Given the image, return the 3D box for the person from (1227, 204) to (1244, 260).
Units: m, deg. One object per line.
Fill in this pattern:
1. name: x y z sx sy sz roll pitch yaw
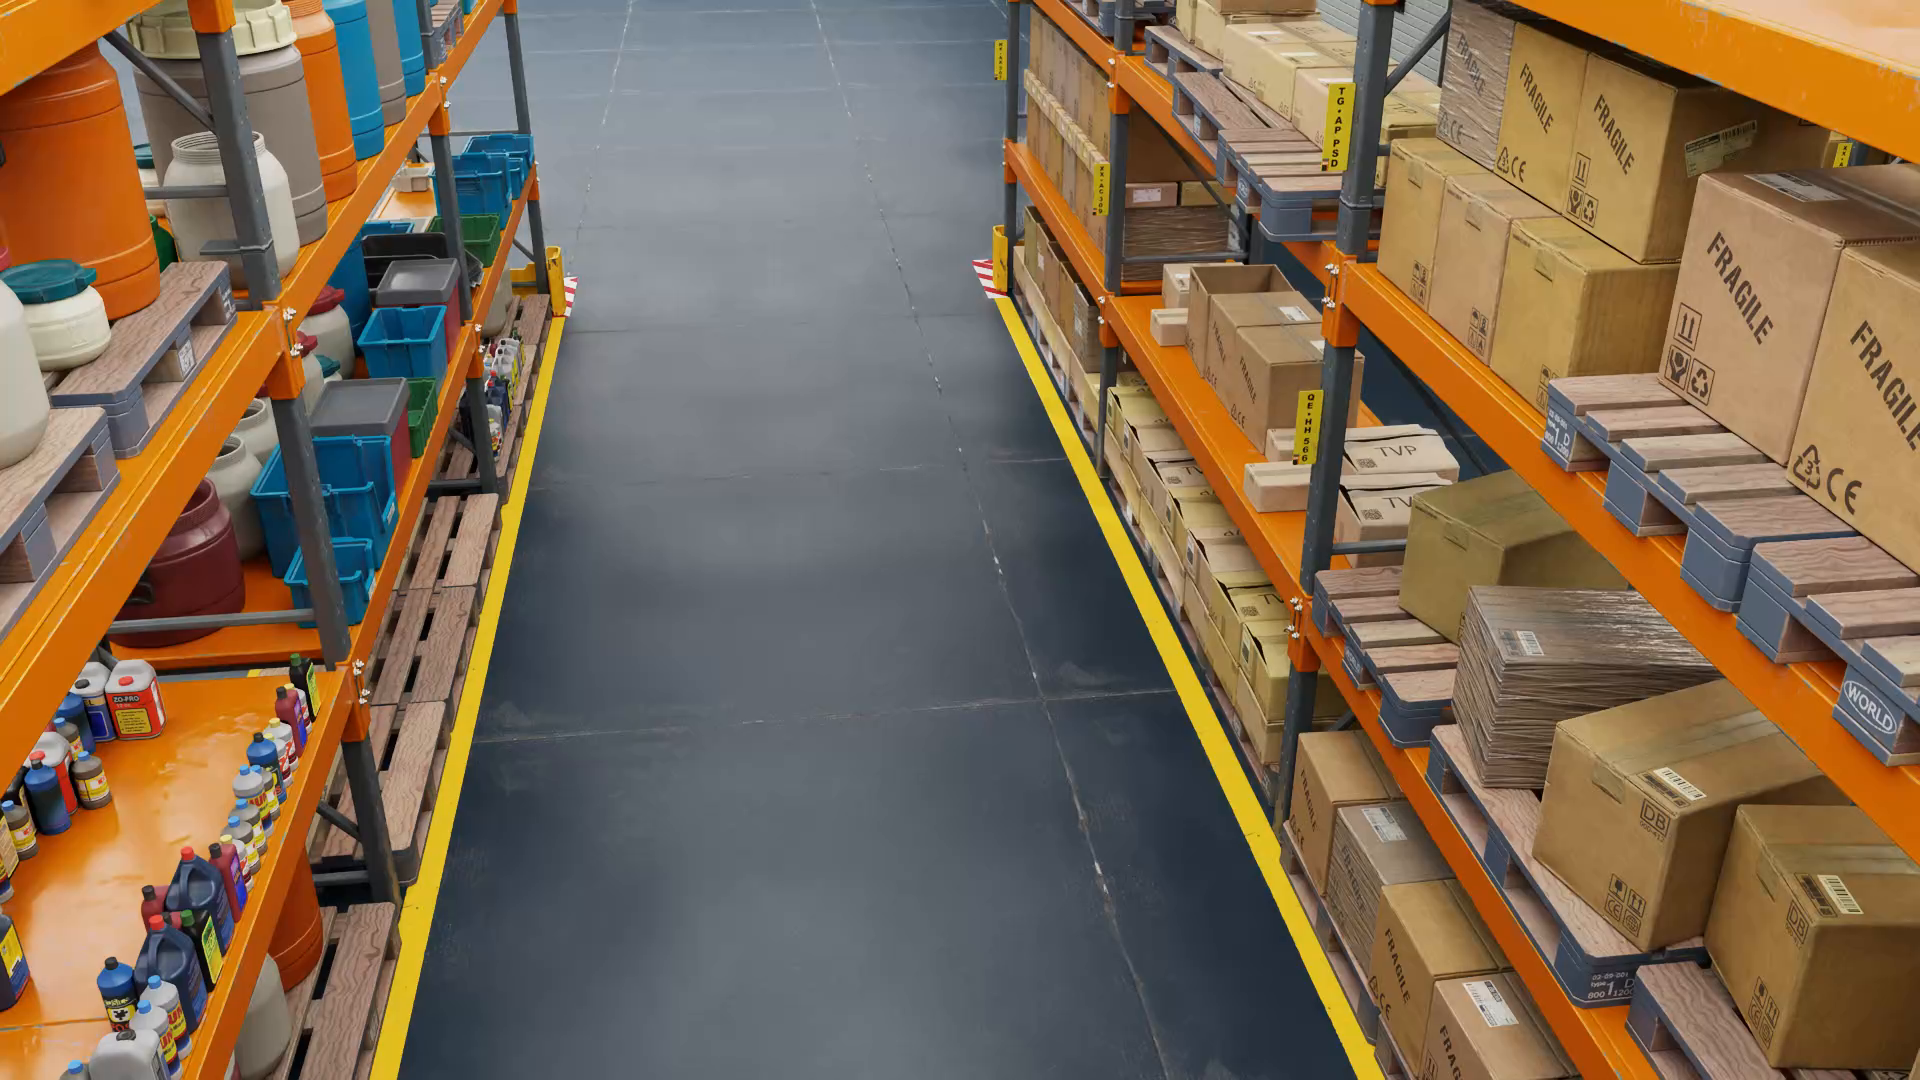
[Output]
1. person: 2.291 -3.381 15.176 0.518 1.609 0.928 -24 35 -38
